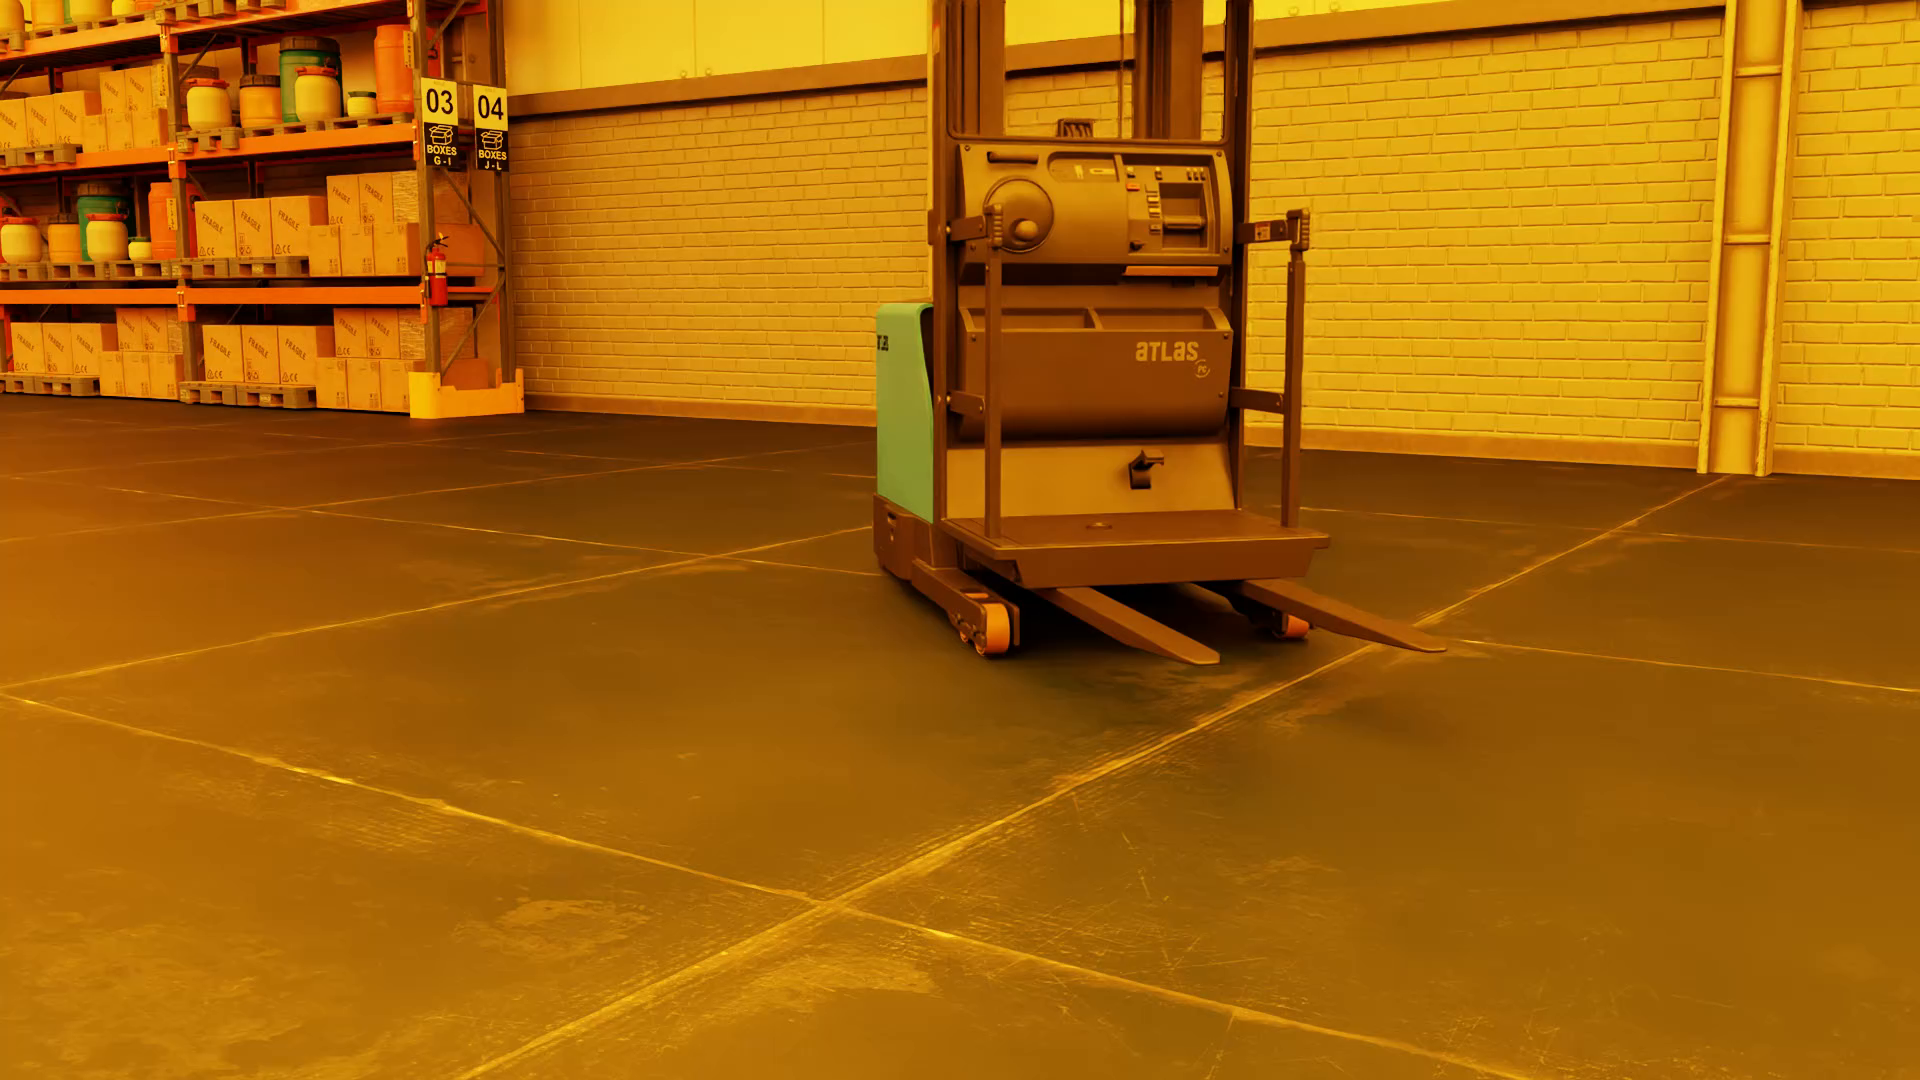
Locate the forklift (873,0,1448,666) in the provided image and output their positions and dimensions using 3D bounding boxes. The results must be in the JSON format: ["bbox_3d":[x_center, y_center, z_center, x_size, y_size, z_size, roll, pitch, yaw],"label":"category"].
[{"bbox_3d":[0.511,-1.155,5.314,1.130,2.935,3.031,-2,8,-14],"label":"forklift"}]
